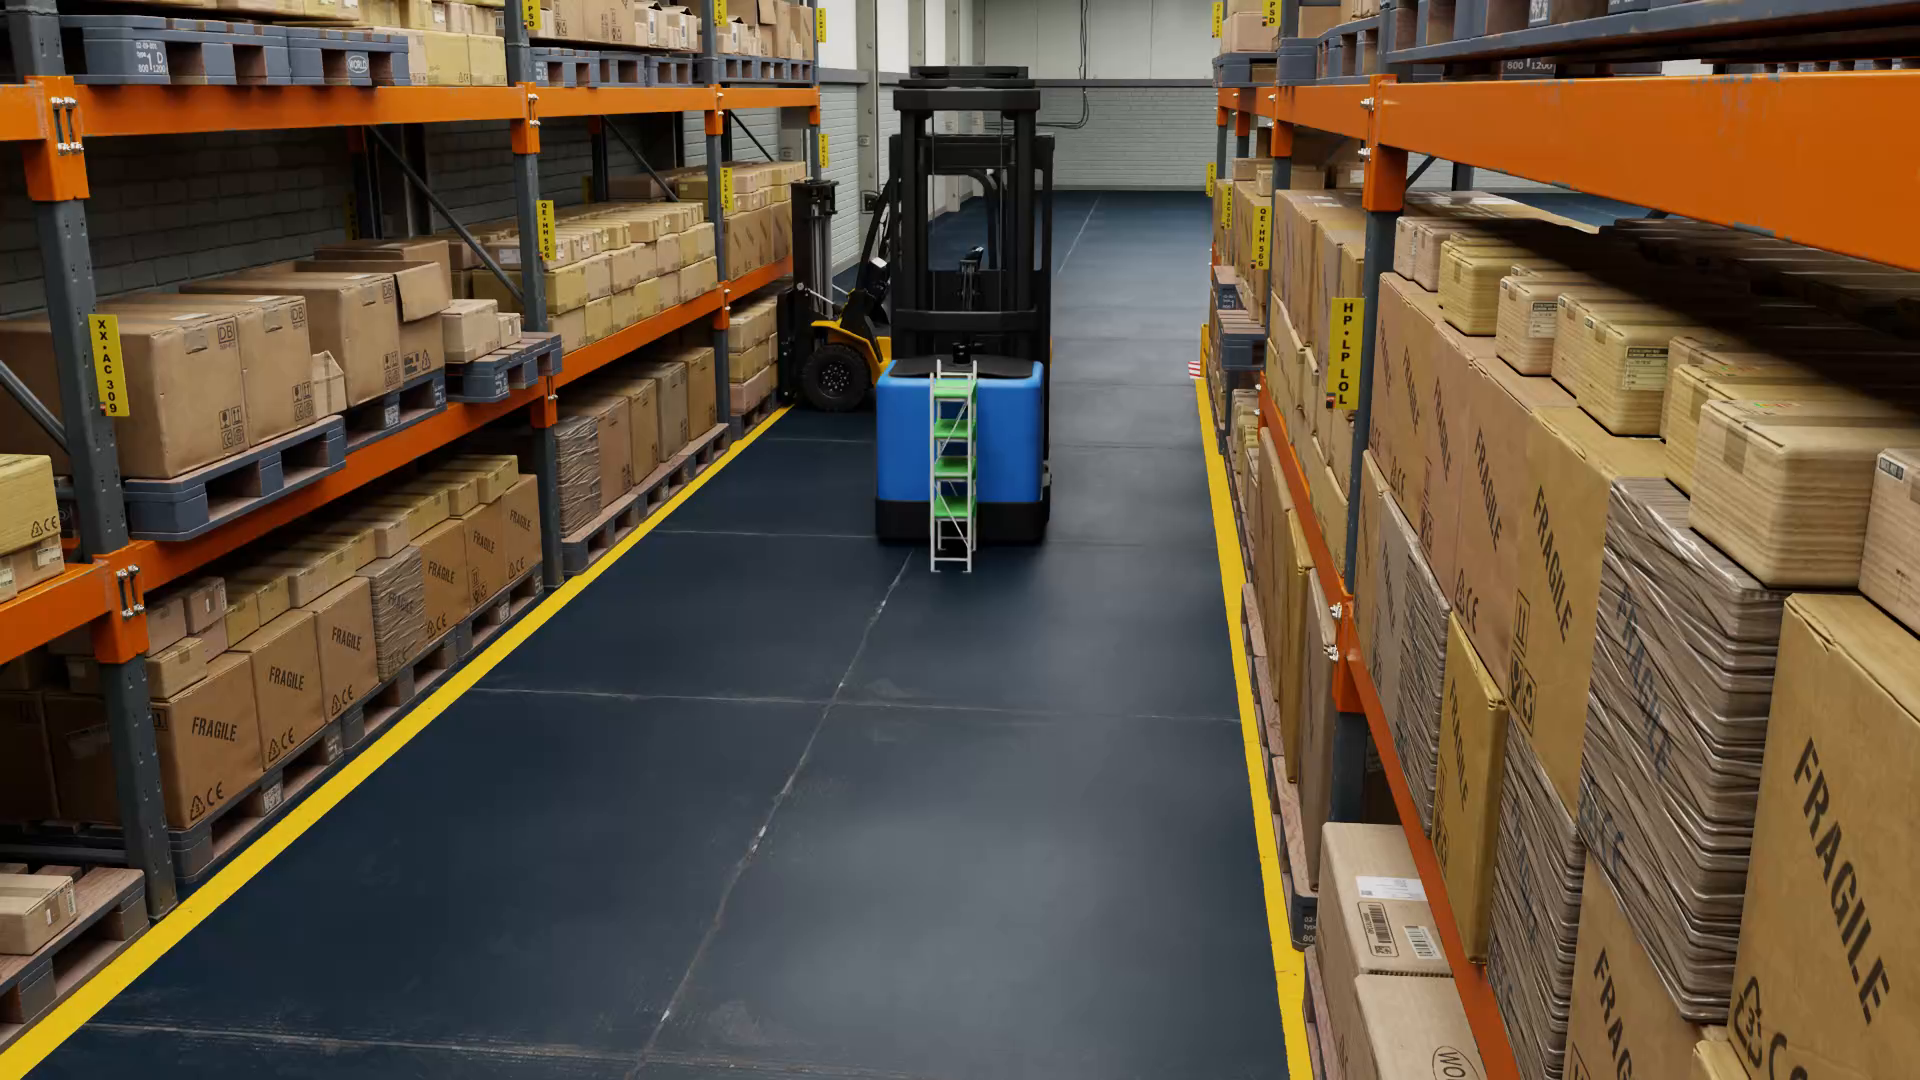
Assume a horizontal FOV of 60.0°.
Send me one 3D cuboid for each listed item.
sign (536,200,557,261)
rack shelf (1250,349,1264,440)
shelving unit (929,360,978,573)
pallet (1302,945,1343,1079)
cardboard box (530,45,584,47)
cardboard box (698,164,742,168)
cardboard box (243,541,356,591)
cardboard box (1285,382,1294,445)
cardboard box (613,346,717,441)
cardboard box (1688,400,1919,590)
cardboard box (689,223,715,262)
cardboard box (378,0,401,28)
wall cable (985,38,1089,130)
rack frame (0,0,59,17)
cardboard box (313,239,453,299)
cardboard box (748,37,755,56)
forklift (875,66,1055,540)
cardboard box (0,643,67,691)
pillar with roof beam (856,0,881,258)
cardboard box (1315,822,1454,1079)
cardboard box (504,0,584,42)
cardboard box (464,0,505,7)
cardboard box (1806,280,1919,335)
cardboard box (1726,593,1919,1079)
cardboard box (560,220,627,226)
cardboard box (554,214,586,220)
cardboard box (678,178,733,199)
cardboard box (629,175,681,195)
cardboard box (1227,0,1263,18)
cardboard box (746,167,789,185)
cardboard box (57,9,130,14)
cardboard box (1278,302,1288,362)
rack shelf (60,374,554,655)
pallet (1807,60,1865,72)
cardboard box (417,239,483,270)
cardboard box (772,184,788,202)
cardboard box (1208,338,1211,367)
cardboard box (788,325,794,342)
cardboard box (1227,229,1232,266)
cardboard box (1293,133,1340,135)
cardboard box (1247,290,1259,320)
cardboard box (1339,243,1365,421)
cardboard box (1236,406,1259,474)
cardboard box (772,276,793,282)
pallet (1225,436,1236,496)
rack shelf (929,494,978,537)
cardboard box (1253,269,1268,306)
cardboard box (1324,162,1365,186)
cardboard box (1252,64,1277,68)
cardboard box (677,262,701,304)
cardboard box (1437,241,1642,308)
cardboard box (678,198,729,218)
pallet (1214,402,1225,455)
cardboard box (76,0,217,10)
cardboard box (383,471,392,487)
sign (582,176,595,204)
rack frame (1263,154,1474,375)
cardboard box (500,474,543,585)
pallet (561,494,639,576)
[{"bbox_3d":[-2.273,-1.698,9.128,0.100,0.325,0.005,2,15,6],"label":"sign"},{"bbox_3d":[2.345,-1.217,10.794,1.077,0.370,4.000,2,15,6],"label":"rack shelf"},{"bbox_3d":[-0.037,-0.447,10.017,0.258,1.200,0.503,1,15,4],"label":"shelving unit"},{"bbox_3d":[1.504,1.533,4.589,1.003,0.211,1.213,2,15,6],"label":"pallet"},{"bbox_3d":[-2.649,-3.331,10.941,0.380,0.166,0.250,2,15,6],"label":"cardboard box"},{"bbox_3d":[-2.283,-3.490,15.819,0.380,0.149,0.250,2,15,7],"label":"cardboard box"},{"bbox_3d":[-2.875,0.112,7.244,0.380,0.149,0.250,2,15,8],"label":"cardboard box"},{"bbox_3d":[1.708,-0.584,7.363,0.500,0.250,0.500,2,15,8],"label":"cardboard box"},{"bbox_3d":[-2.410,-1.149,12.909,0.875,0.625,0.625,2,15,9],"label":"cardboard box"},{"bbox_3d":[1.008,-0.050,1.749,0.380,0.149,0.250,2,15,6],"label":"cardboard box"},{"bbox_3d":[-2.164,-2.262,12.611,0.500,0.250,0.500,1,15,5],"label":"cardboard box"},{"bbox_3d":[-2.780,-2.397,7.556,0.380,0.149,0.250,2,15,7],"label":"cardboard box"},{"bbox_3d":[2.147,-13.015,47.502,3.097,2.526,0.112,2,15,6],"label":"wall cable"},{"bbox_3d":[-3.265,-3.049,4.699,1.000,3.000,0.127,2,15,6],"label":"rack frame"},{"bbox_3d":[-3.027,-1.313,8.775,0.500,0.500,0.500,2,15,9],"label":"cardboard box"},{"bbox_3d":[-1.923,-4.113,13.864,0.380,0.149,0.250,2,15,8],"label":"cardboard box"},{"bbox_3d":[0.090,-1.745,11.499,1.130,2.935,3.031,1,15,4],"label":"forklift"},{"bbox_3d":[-3.510,0.434,6.054,0.380,0.149,0.250,1,15,4],"label":"cardboard box"},{"bbox_3d":[2.747,-8.993,26.681,9.100,9.000,0.400,2,15,6],"label":"pillar with roof beam"},{"bbox_3d":[1.490,1.186,4.635,0.875,0.438,0.875,1,15,5],"label":"cardboard box"},{"bbox_3d":[-2.490,-3.119,9.515,0.500,0.500,0.500,2,15,7],"label":"cardboard box"},{"bbox_3d":[-2.558,-2.805,8.494,0.380,0.149,0.250,2,15,8],"label":"cardboard box"},{"bbox_3d":[1.729,-0.369,2.930,0.380,0.149,0.250,2,15,6],"label":"cardboard box"},{"bbox_3d":[1.034,0.366,1.454,0.500,0.500,0.500,2,15,8],"label":"cardboard box"},{"bbox_3d":[-2.416,-2.032,10.994,0.380,0.149,0.250,2,15,6],"label":"cardboard box"},{"bbox_3d":[-2.811,-2.176,11.527,0.380,0.149,0.250,2,15,6],"label":"cardboard box"},{"bbox_3d":[-2.031,-2.807,13.293,0.380,0.149,0.250,2,15,7],"label":"cardboard box"},{"bbox_3d":[-2.540,-2.958,13.850,0.380,0.149,0.250,2,15,6],"label":"cardboard box"},{"bbox_3d":[2.060,-3.633,11.131,0.500,0.250,0.500,1,15,5],"label":"cardboard box"},{"bbox_3d":[-1.786,-3.338,15.254,0.380,0.149,0.250,2,15,7],"label":"cardboard box"},{"bbox_3d":[-3.306,-2.016,6.108,0.380,0.149,0.250,1,15,4],"label":"cardboard box"},{"bbox_3d":[1.757,-0.956,7.782,0.500,0.250,0.500,2,15,8],"label":"cardboard box"},{"bbox_3d":[-3.039,-0.325,7.495,1.077,0.370,4.000,2,15,6],"label":"rack shelf"},{"bbox_3d":[7.743,-3.896,13.747,1.003,0.211,1.213,2,15,6],"label":"pallet"},{"bbox_3d":[-2.978,-1.642,9.556,0.380,0.149,0.250,2,15,8],"label":"cardboard box"},{"bbox_3d":[-1.792,-3.195,15.299,0.380,0.149,0.250,2,15,7],"label":"cardboard box"},{"bbox_3d":[2.656,-1.795,16.016,0.500,0.250,0.500,2,15,6],"label":"cardboard box"},{"bbox_3d":[-1.820,-1.853,15.274,0.500,0.250,0.500,2,15,6],"label":"cardboard box"},{"bbox_3d":[2.373,-2.397,13.020,0.500,0.500,0.500,1,15,5],"label":"cardboard box"},{"bbox_3d":[2.915,-2.997,13.322,0.700,0.500,0.500,2,15,7],"label":"cardboard box"},{"bbox_3d":[1.864,-1.357,9.612,0.380,0.149,0.250,2,15,6],"label":"cardboard box"},{"bbox_3d":[1.468,-0.662,5.258,0.500,0.500,0.500,2,15,8],"label":"cardboard box"},{"bbox_3d":[2.436,-0.695,11.714,0.950,0.372,0.625,3,15,10],"label":"cardboard box"},{"bbox_3d":[-1.653,-2.495,16.691,0.500,0.250,0.500,2,15,8],"label":"cardboard box"},{"bbox_3d":[2.484,-0.535,12.236,1.003,0.211,1.213,2,15,6],"label":"pallet"},{"bbox_3d":[-0.037,-0.154,10.097,0.258,0.148,0.480,1,15,4],"label":"rack shelf"},{"bbox_3d":[1.894,-1.566,9.142,0.500,0.500,0.500,1,15,5],"label":"cardboard box"},{"bbox_3d":[2.678,-2.485,11.298,0.380,0.149,0.250,1,15,5],"label":"cardboard box"},{"bbox_3d":[2.353,-3.725,12.662,0.500,0.250,0.500,2,15,6],"label":"cardboard box"},{"bbox_3d":[-2.210,-1.887,12.181,0.500,0.250,0.500,2,15,6],"label":"cardboard box"},{"bbox_3d":[1.285,-0.581,3.714,0.380,0.149,0.250,2,15,6],"label":"cardboard box"},{"bbox_3d":[-2.065,-2.665,13.335,0.380,0.149,0.250,1,15,5],"label":"cardboard box"},{"bbox_3d":[2.611,-0.912,13.631,1.003,0.211,1.213,2,15,6],"label":"pallet"},{"bbox_3d":[-2.841,-1.932,5.797,0.380,0.149,0.250,2,15,7],"label":"cardboard box"},{"bbox_3d":[-3.239,-0.306,8.788,0.380,0.149,0.250,2,15,8],"label":"cardboard box"},{"bbox_3d":[-2.914,-2.700,13.092,0.100,0.325,0.005,2,15,6],"label":"sign"},{"bbox_3d":[2.119,-1.046,8.782,1.000,3.000,0.127,2,15,6],"label":"rack frame"},{"bbox_3d":[-2.648,-0.071,9.162,0.500,0.500,0.500,2,15,8],"label":"cardboard box"},{"bbox_3d":[-2.682,-0.057,10.469,1.003,0.211,1.213,2,15,6],"label":"pallet"}]
